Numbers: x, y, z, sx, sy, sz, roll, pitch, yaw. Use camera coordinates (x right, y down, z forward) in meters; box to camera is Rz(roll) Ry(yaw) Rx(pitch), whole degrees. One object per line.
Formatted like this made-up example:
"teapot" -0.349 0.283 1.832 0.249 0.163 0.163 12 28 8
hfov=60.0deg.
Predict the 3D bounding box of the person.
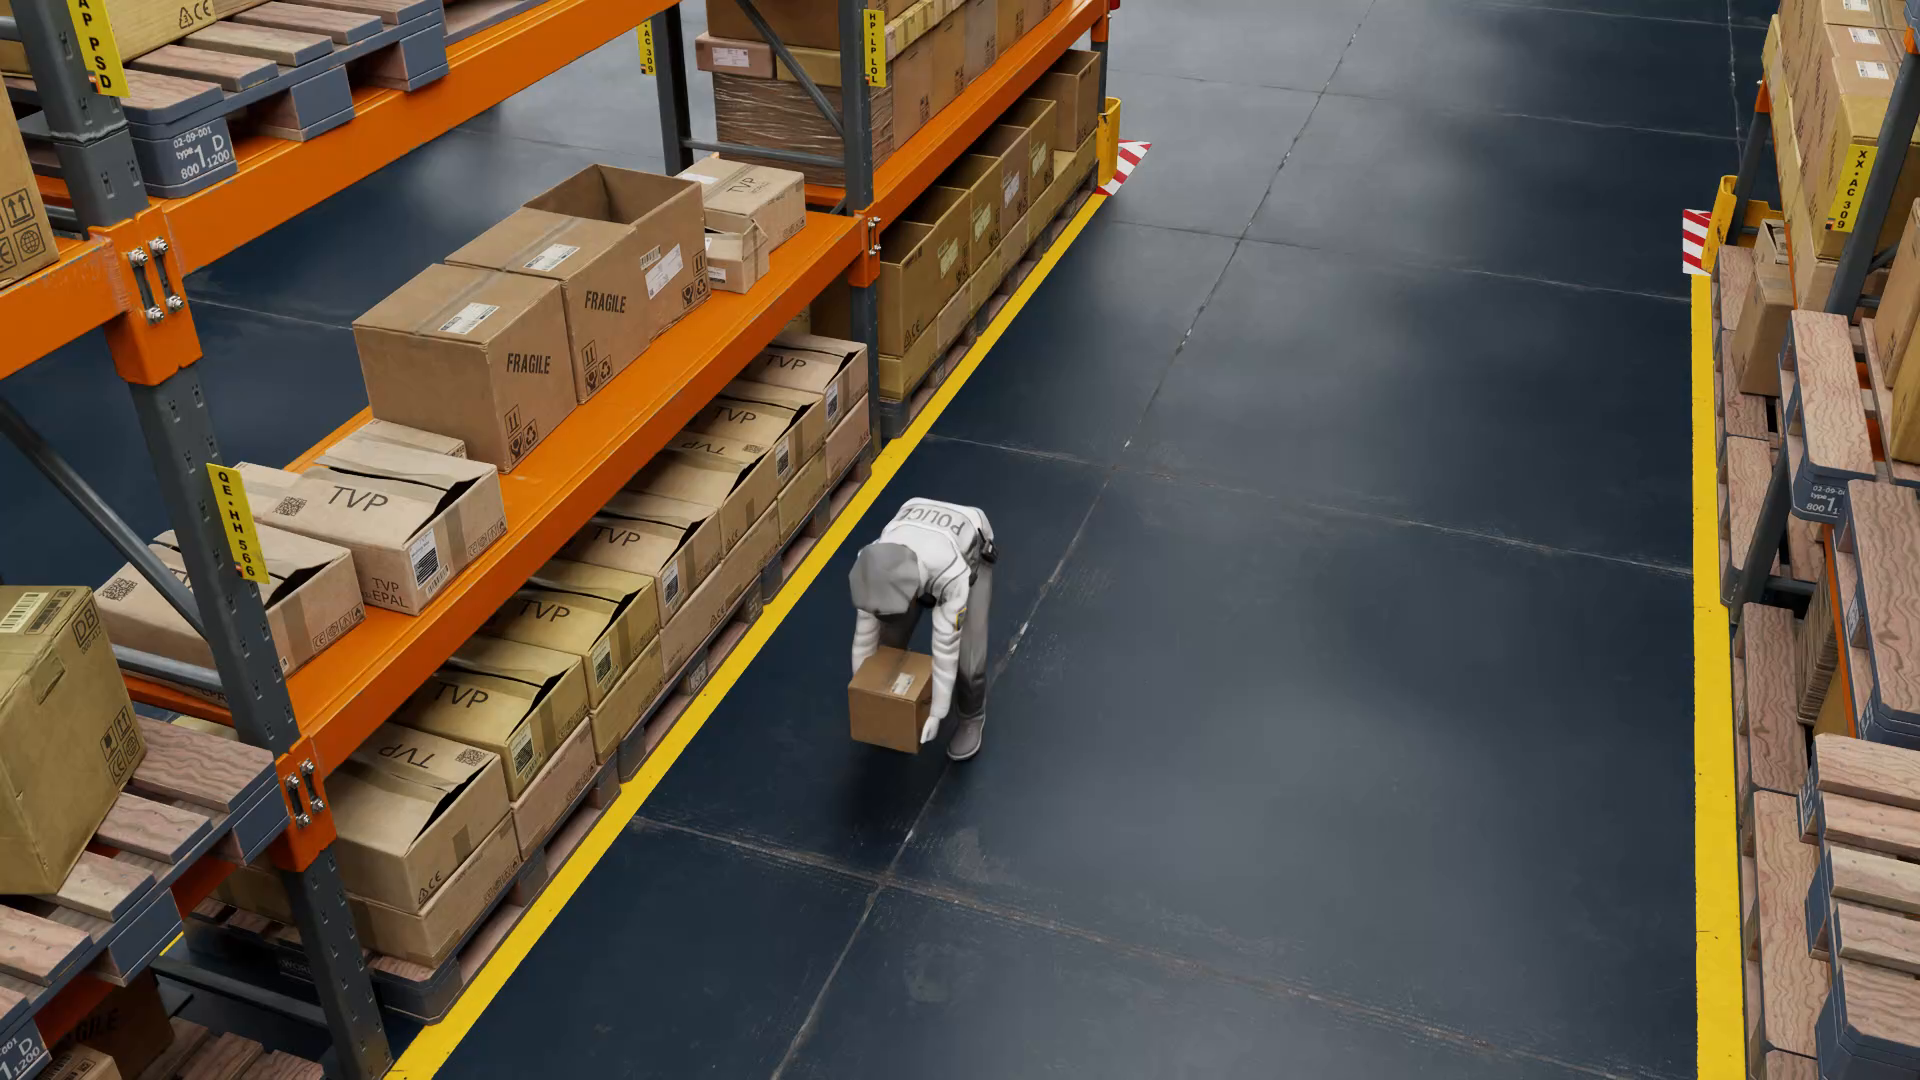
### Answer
"person" -0.147 0.369 6.025 0.432 1.179 0.908 10 35 15
